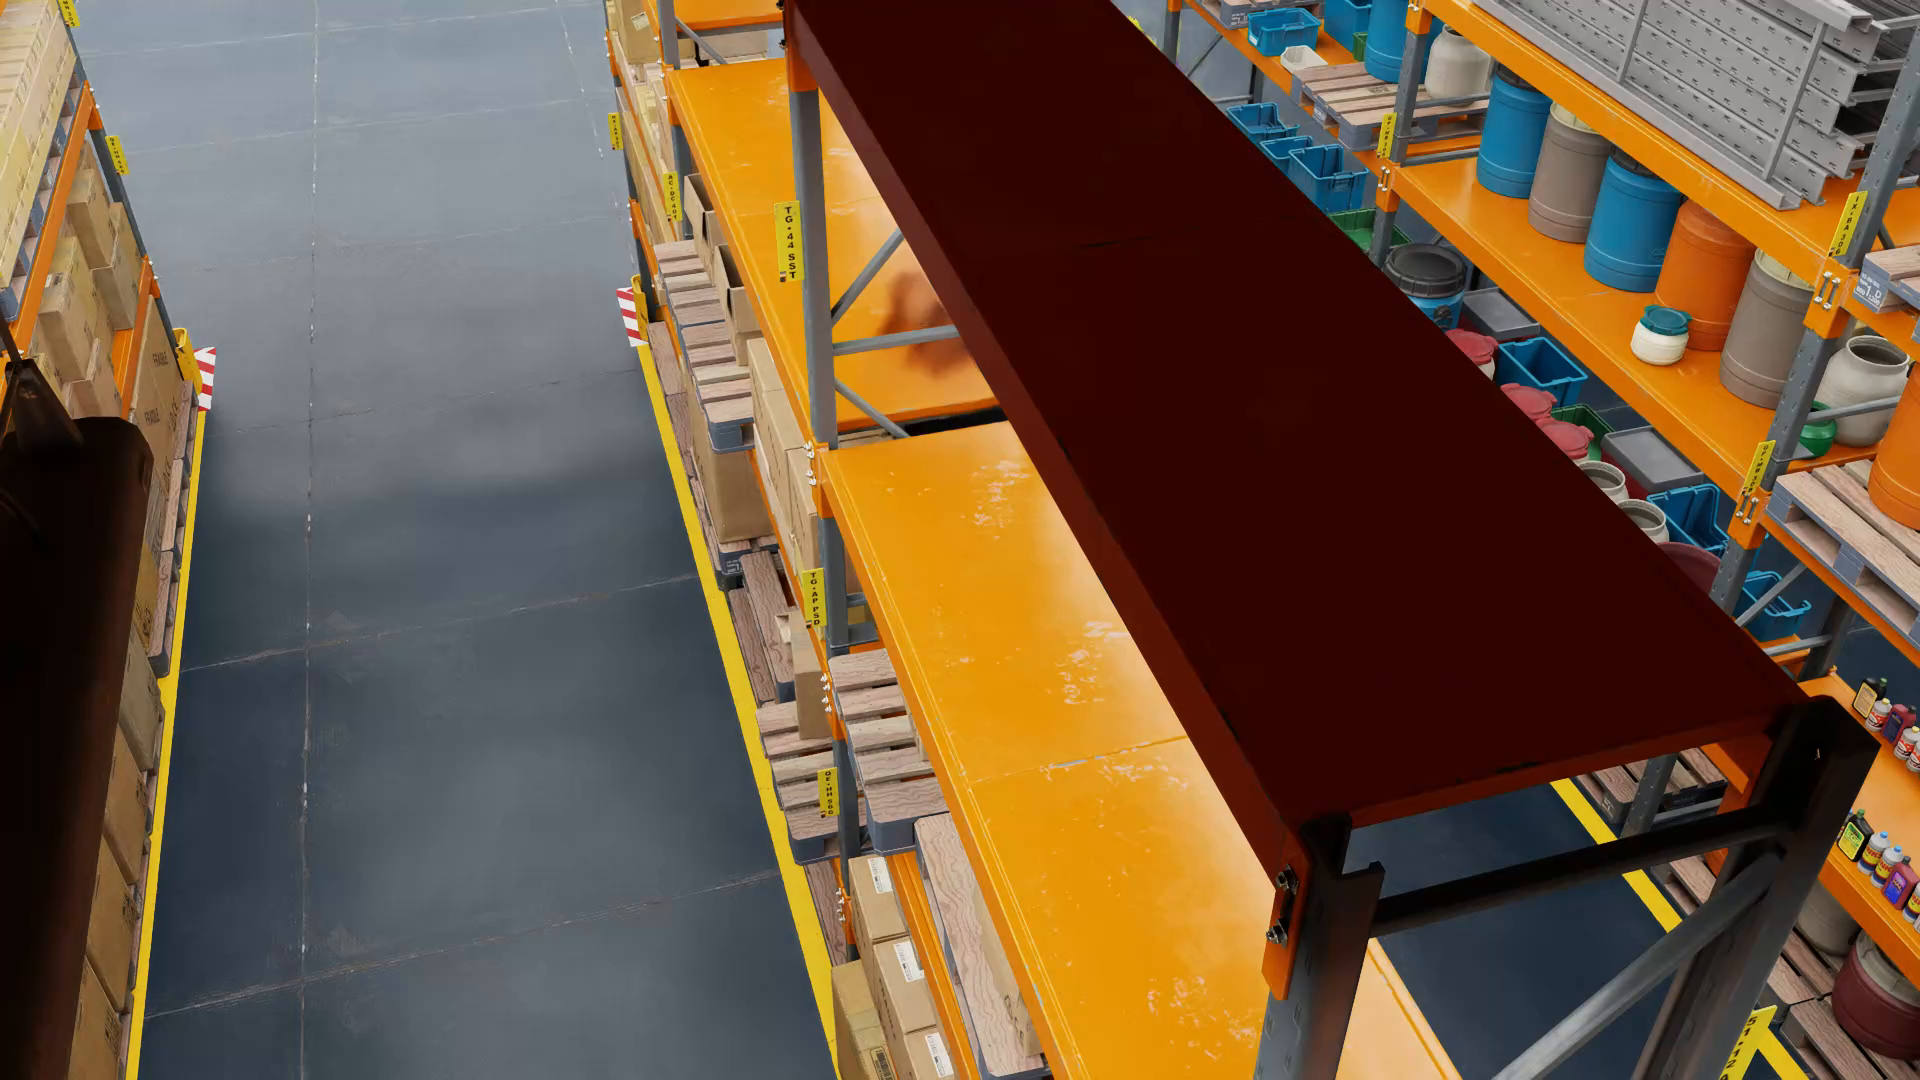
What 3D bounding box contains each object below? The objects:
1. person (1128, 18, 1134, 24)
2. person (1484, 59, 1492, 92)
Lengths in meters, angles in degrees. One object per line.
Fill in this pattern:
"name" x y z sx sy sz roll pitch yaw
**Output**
"person" 1.714 -4.545 17.187 0.626 1.750 0.717 5 39 6
"person" 5.704 -5.430 18.326 0.748 1.795 0.648 10 39 12
